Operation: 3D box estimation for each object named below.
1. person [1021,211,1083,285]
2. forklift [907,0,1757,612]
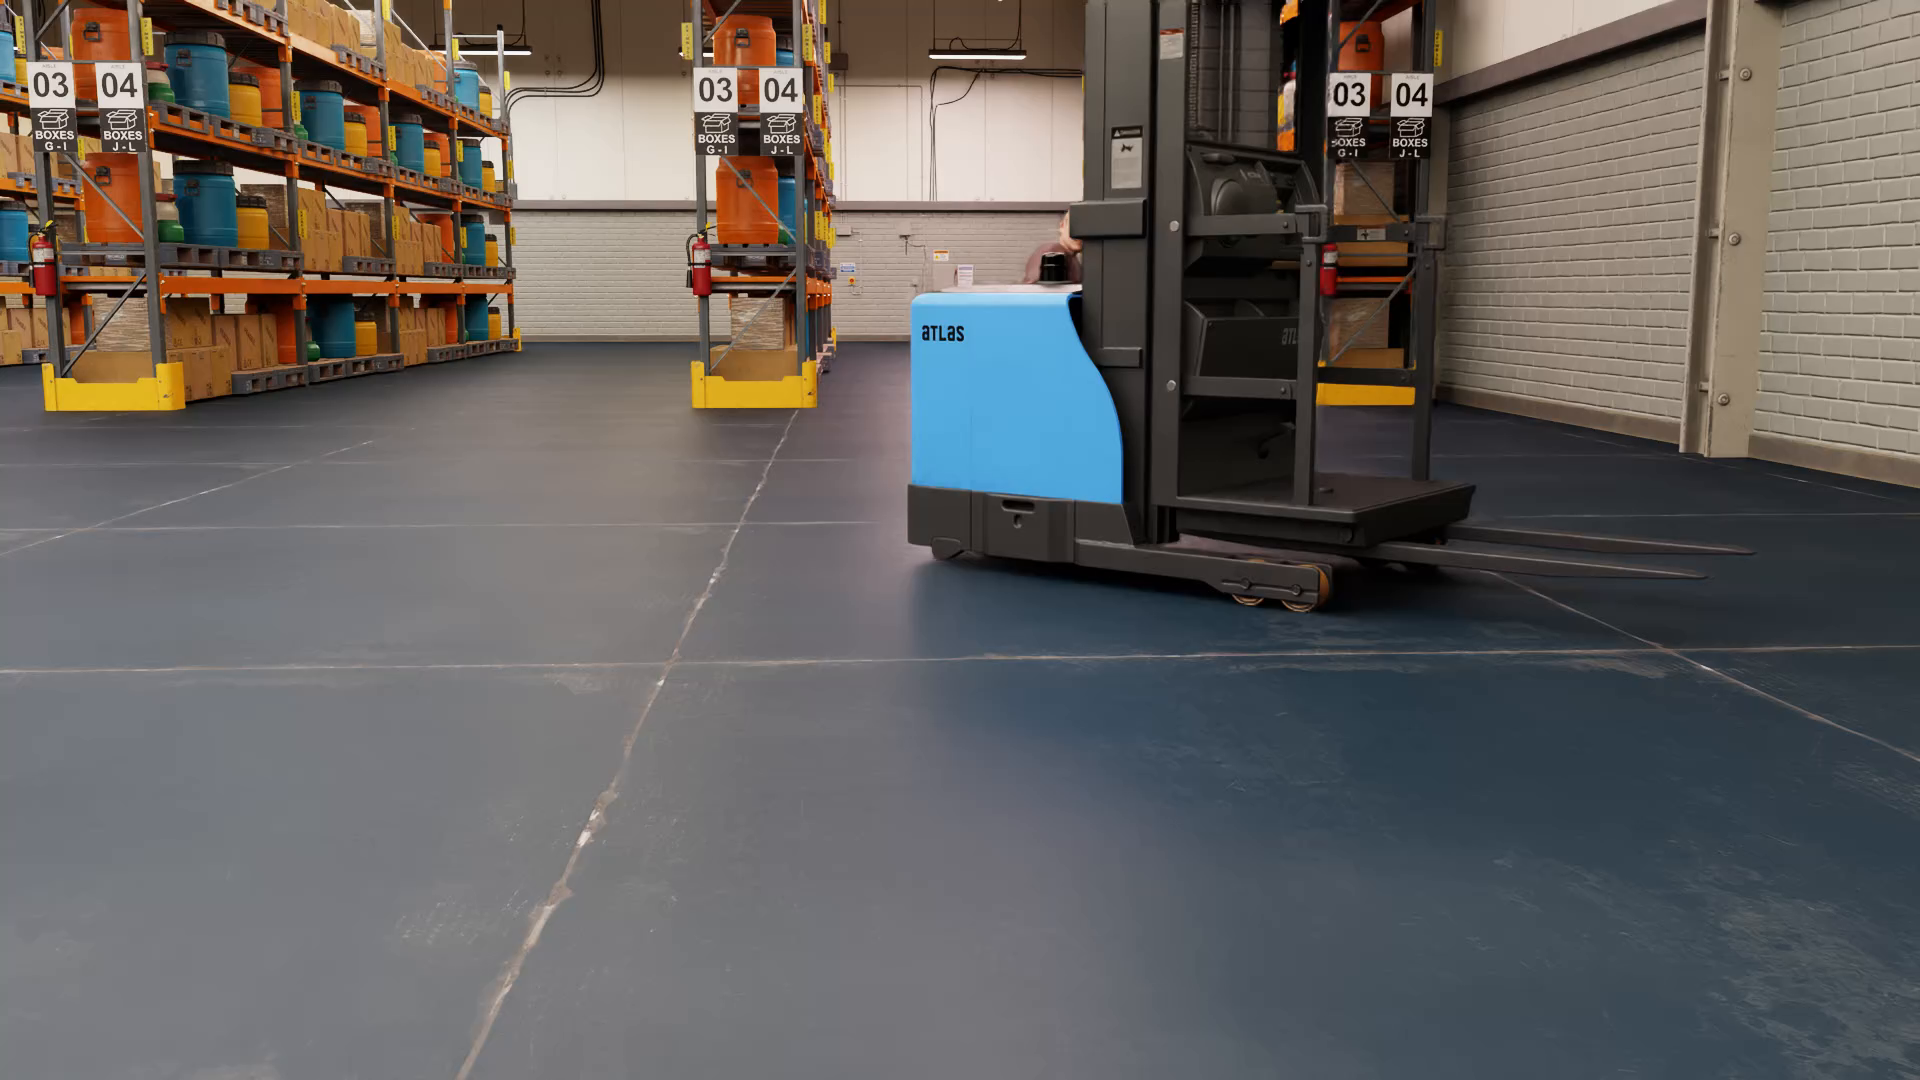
[{"bbox_3d":[0.642,-0.992,8.864,0.740,1.554,0.818,-1,9,-7],"label":"person"},{"bbox_3d":[1.260,-1.291,6.024,3.031,2.935,1.130,7,11,38],"label":"forklift"}]
